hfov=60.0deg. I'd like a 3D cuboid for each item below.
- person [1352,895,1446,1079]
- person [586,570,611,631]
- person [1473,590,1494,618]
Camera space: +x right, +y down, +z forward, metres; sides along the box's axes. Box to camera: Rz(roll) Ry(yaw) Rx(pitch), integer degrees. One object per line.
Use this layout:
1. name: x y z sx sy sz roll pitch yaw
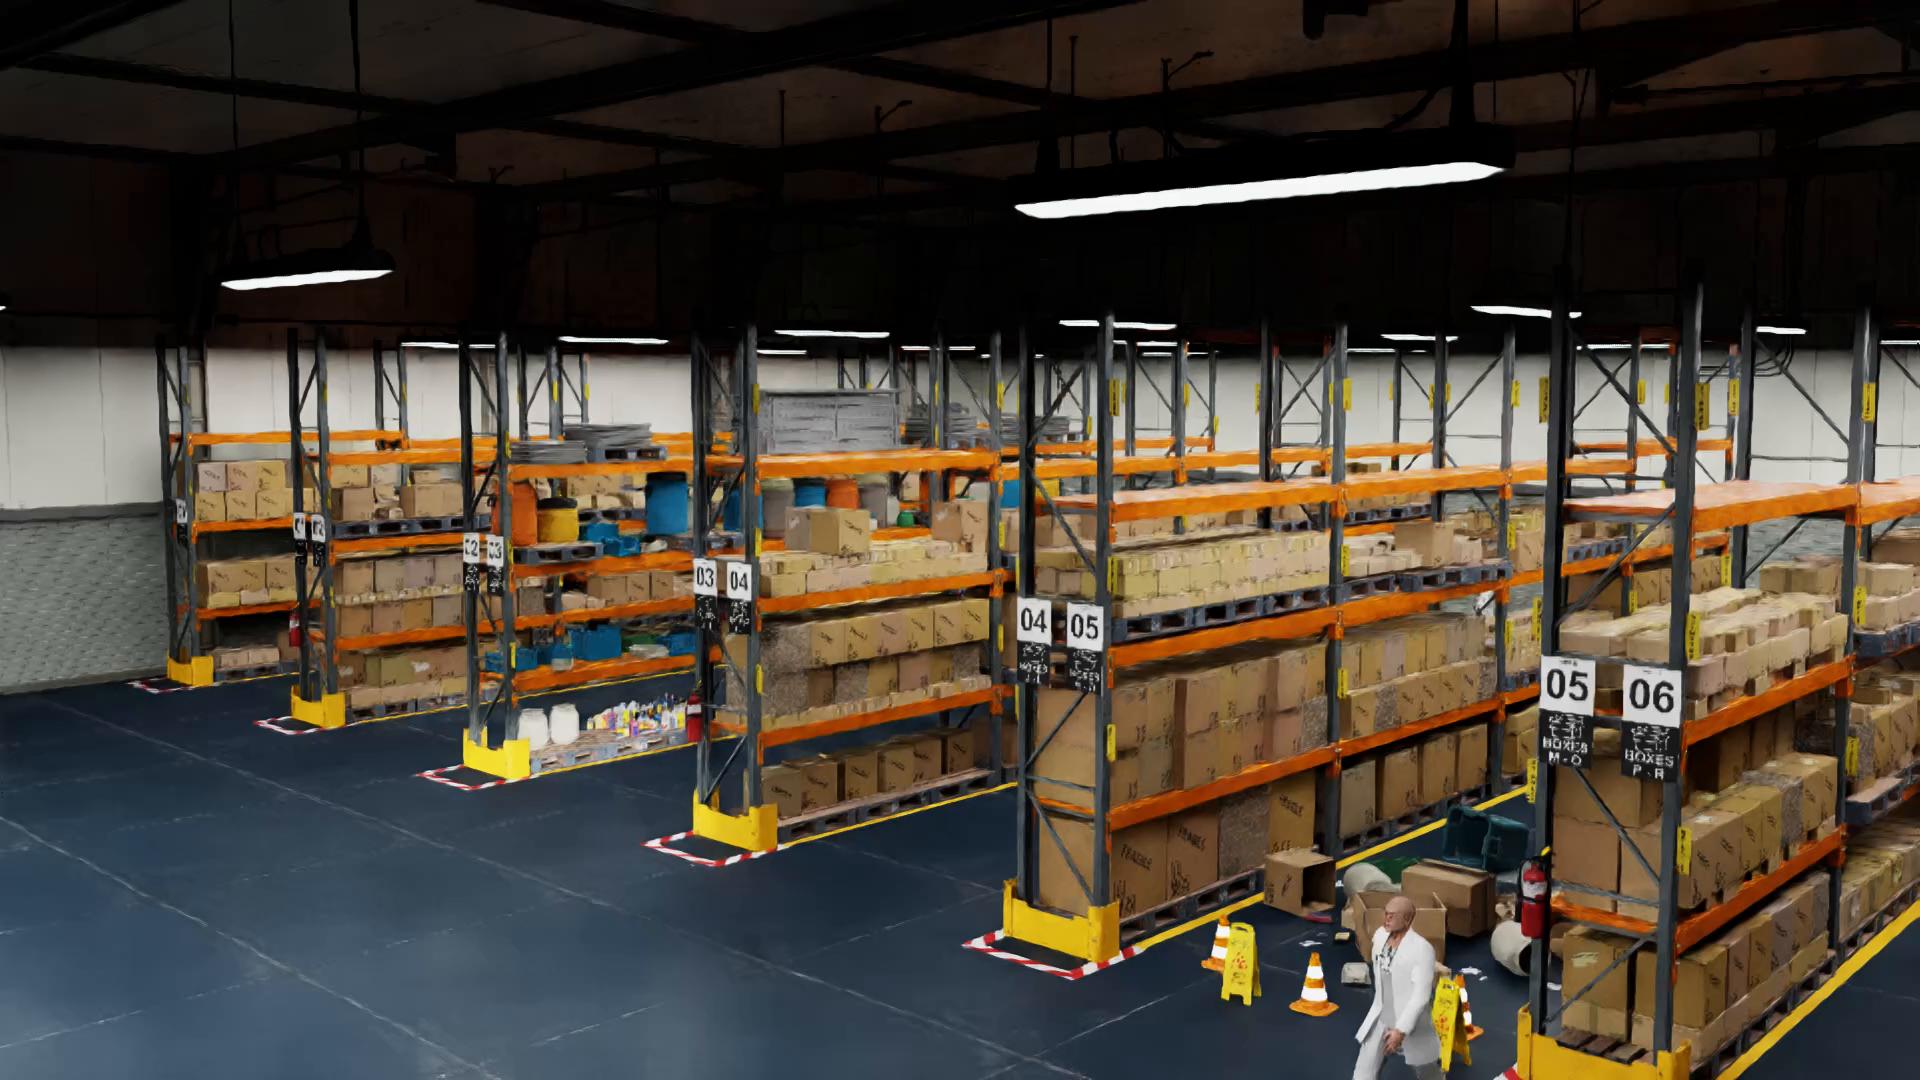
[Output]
1. person: 2.958 3.241 11.230 1.104 1.714 0.575 -4 7 -37
2. person: -6.900 1.319 31.819 0.729 1.733 0.546 5 7 41
3. person: 9.642 1.476 30.450 0.517 1.665 0.619 3 6 29
